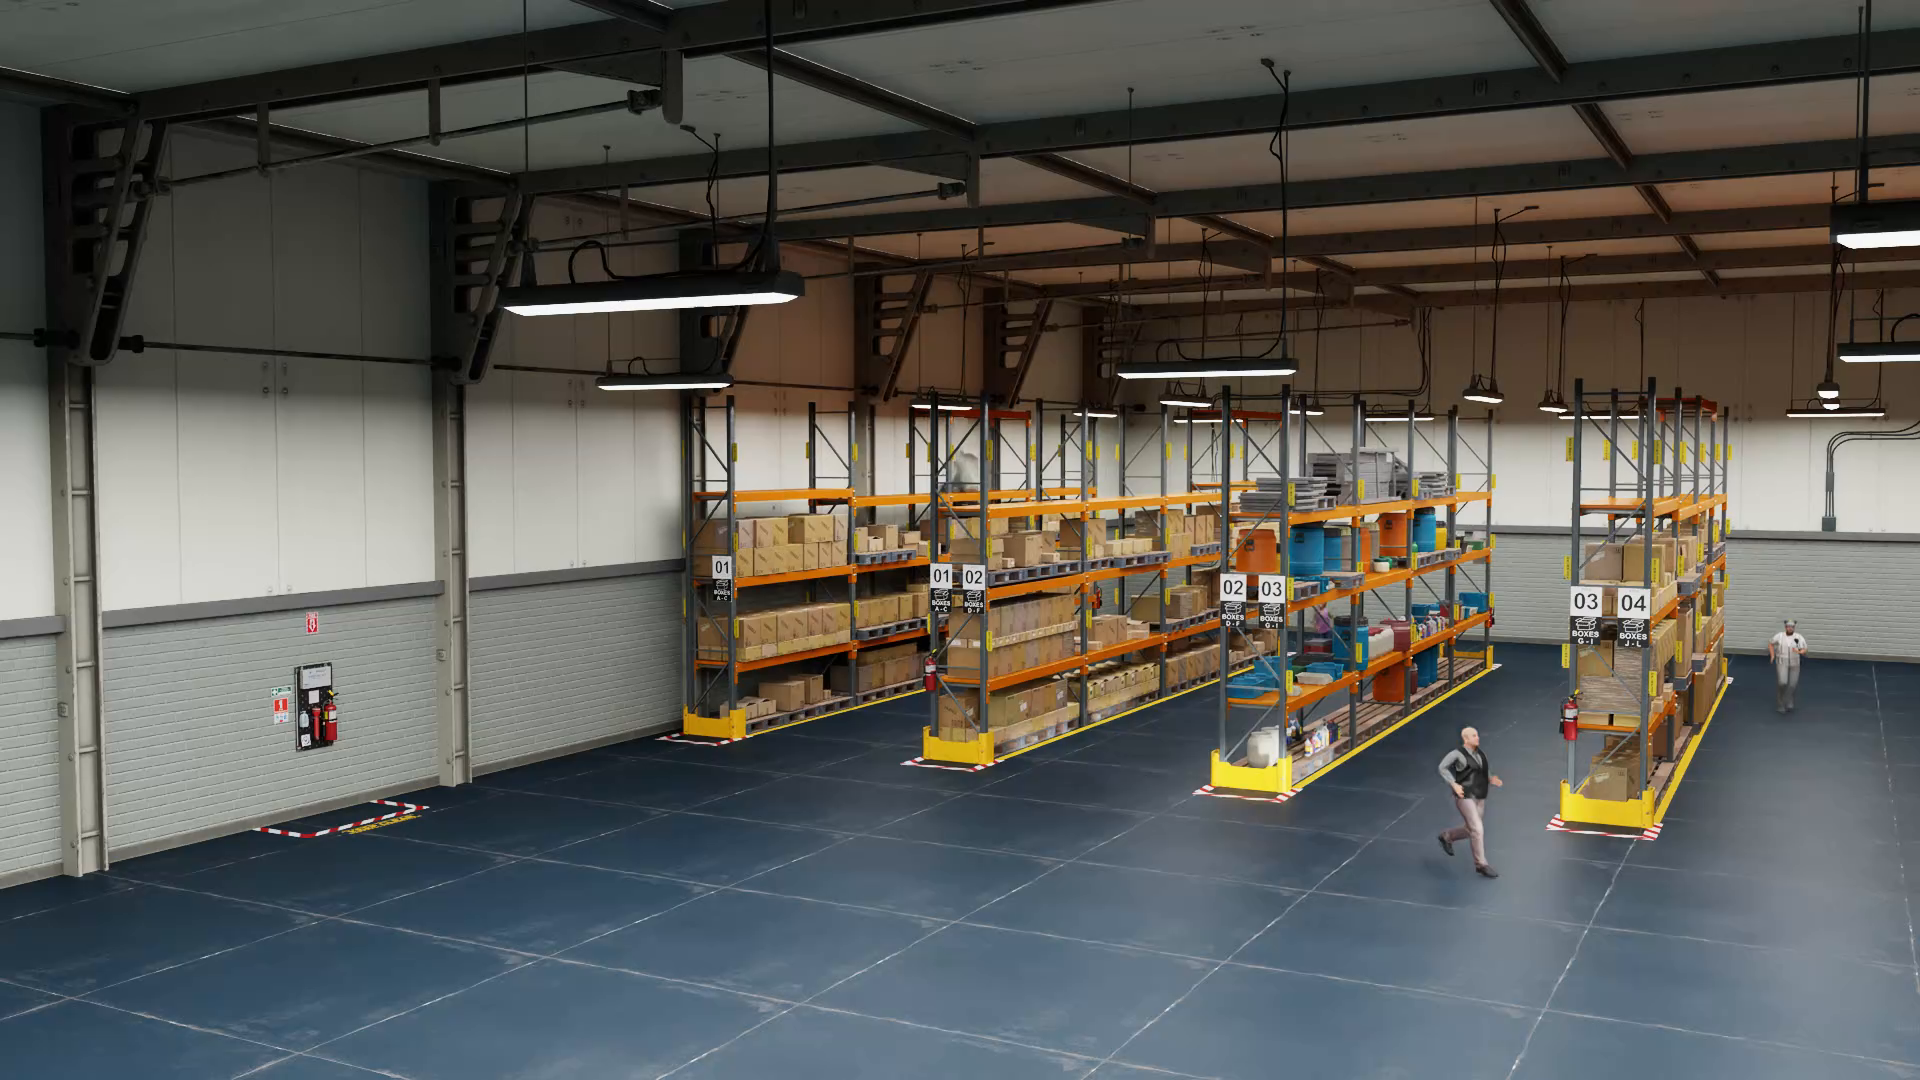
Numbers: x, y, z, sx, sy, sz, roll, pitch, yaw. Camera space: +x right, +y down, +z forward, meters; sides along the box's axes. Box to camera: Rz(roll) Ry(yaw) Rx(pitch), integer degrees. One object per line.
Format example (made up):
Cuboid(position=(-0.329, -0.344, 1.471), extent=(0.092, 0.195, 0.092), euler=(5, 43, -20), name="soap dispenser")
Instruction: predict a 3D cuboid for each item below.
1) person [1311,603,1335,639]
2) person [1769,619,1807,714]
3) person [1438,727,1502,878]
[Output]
Cuboid(position=(8.556, 2.181, 39.177), extent=(0.573, 1.555, 0.610), euler=(1, 3, 18), name="person")
Cuboid(position=(15.973, 2.439, 32.066), extent=(0.631, 1.852, 0.760), euler=(1, 3, 18), name="person")
Cuboid(position=(6.076, 3.101, 19.895), extent=(0.663, 1.725, 0.928), euler=(-2, 4, -35), name="person")
